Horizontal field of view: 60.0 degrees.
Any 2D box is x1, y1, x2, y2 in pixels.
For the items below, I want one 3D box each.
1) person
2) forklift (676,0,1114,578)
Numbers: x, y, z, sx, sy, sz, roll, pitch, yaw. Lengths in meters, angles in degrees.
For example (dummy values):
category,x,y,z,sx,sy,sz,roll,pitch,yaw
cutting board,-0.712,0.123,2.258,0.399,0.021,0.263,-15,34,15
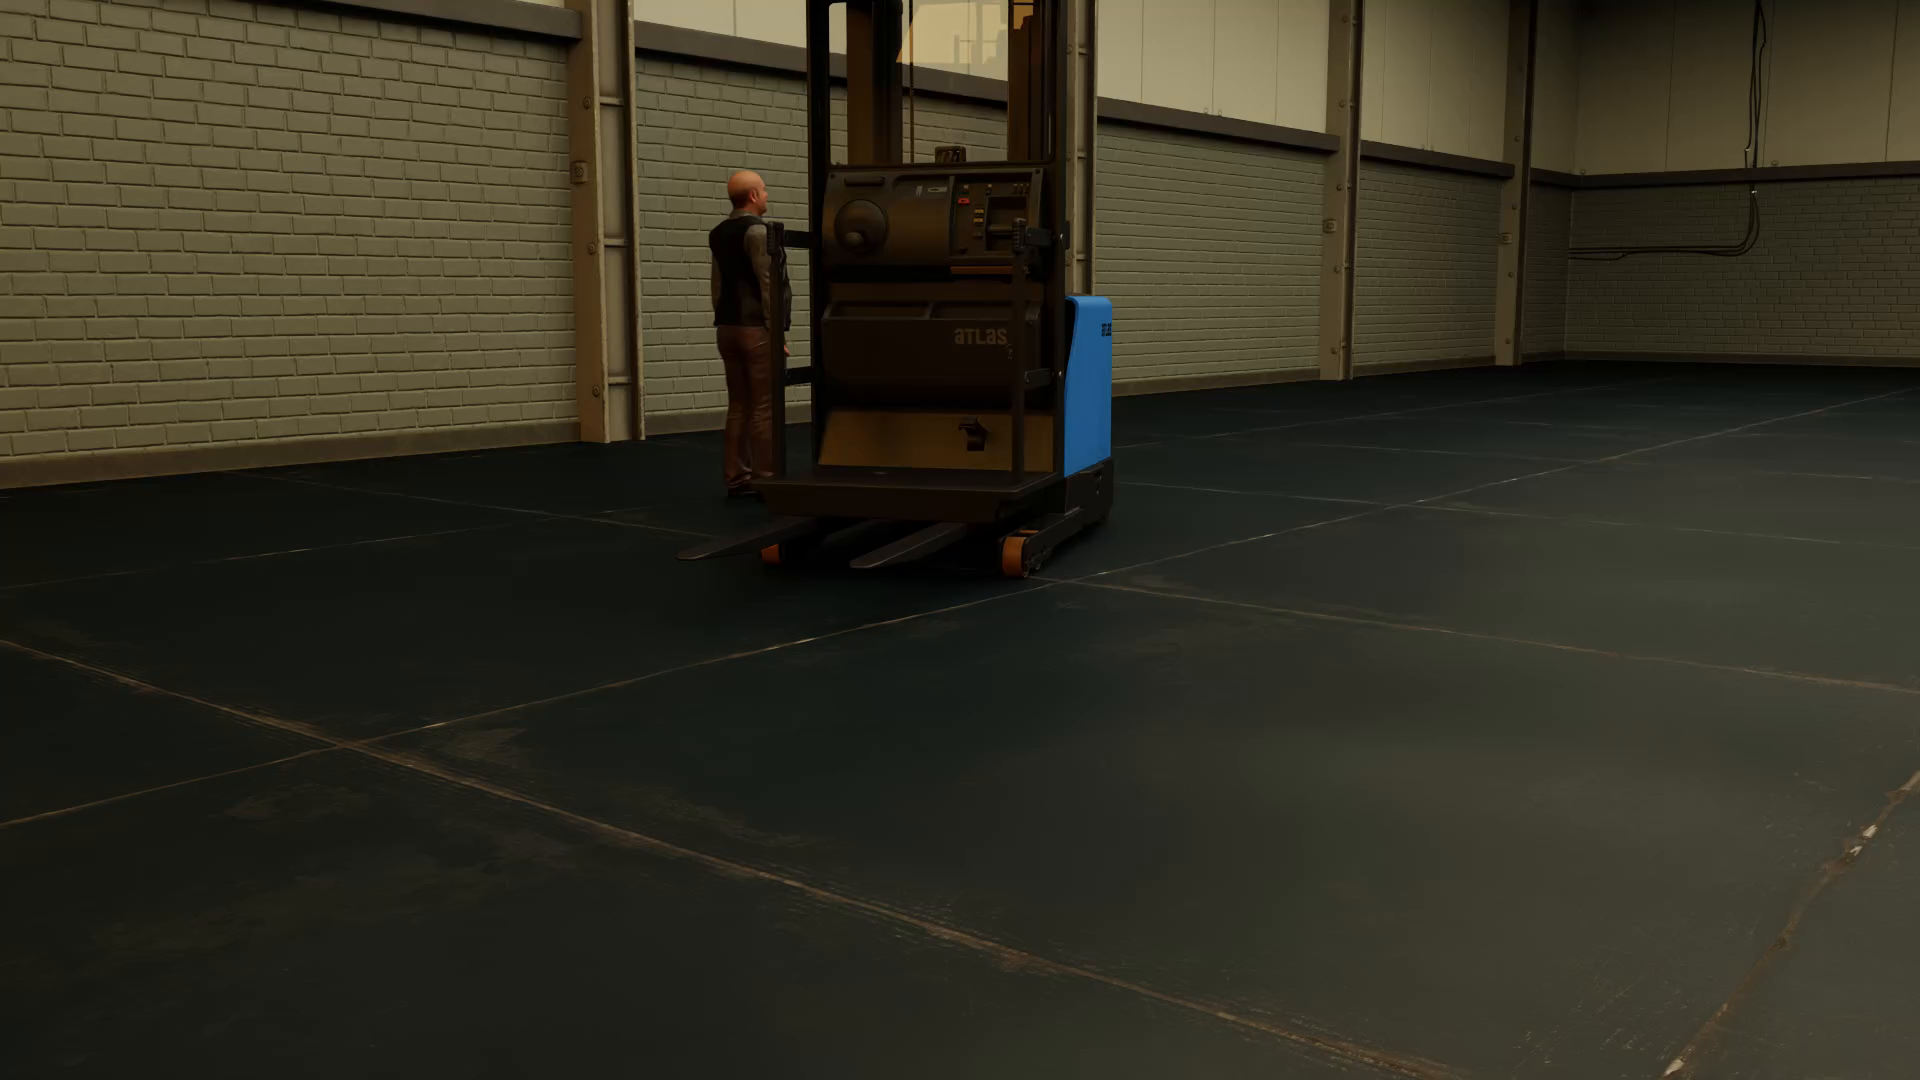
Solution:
category,x,y,z,sx,sy,sz,roll,pitch,yaw
person,-1.090,-1.076,8.815,0.369,1.724,0.525,-8,11,-43
forklift,-0.176,-1.366,6.616,1.130,2.935,3.031,3,9,17
